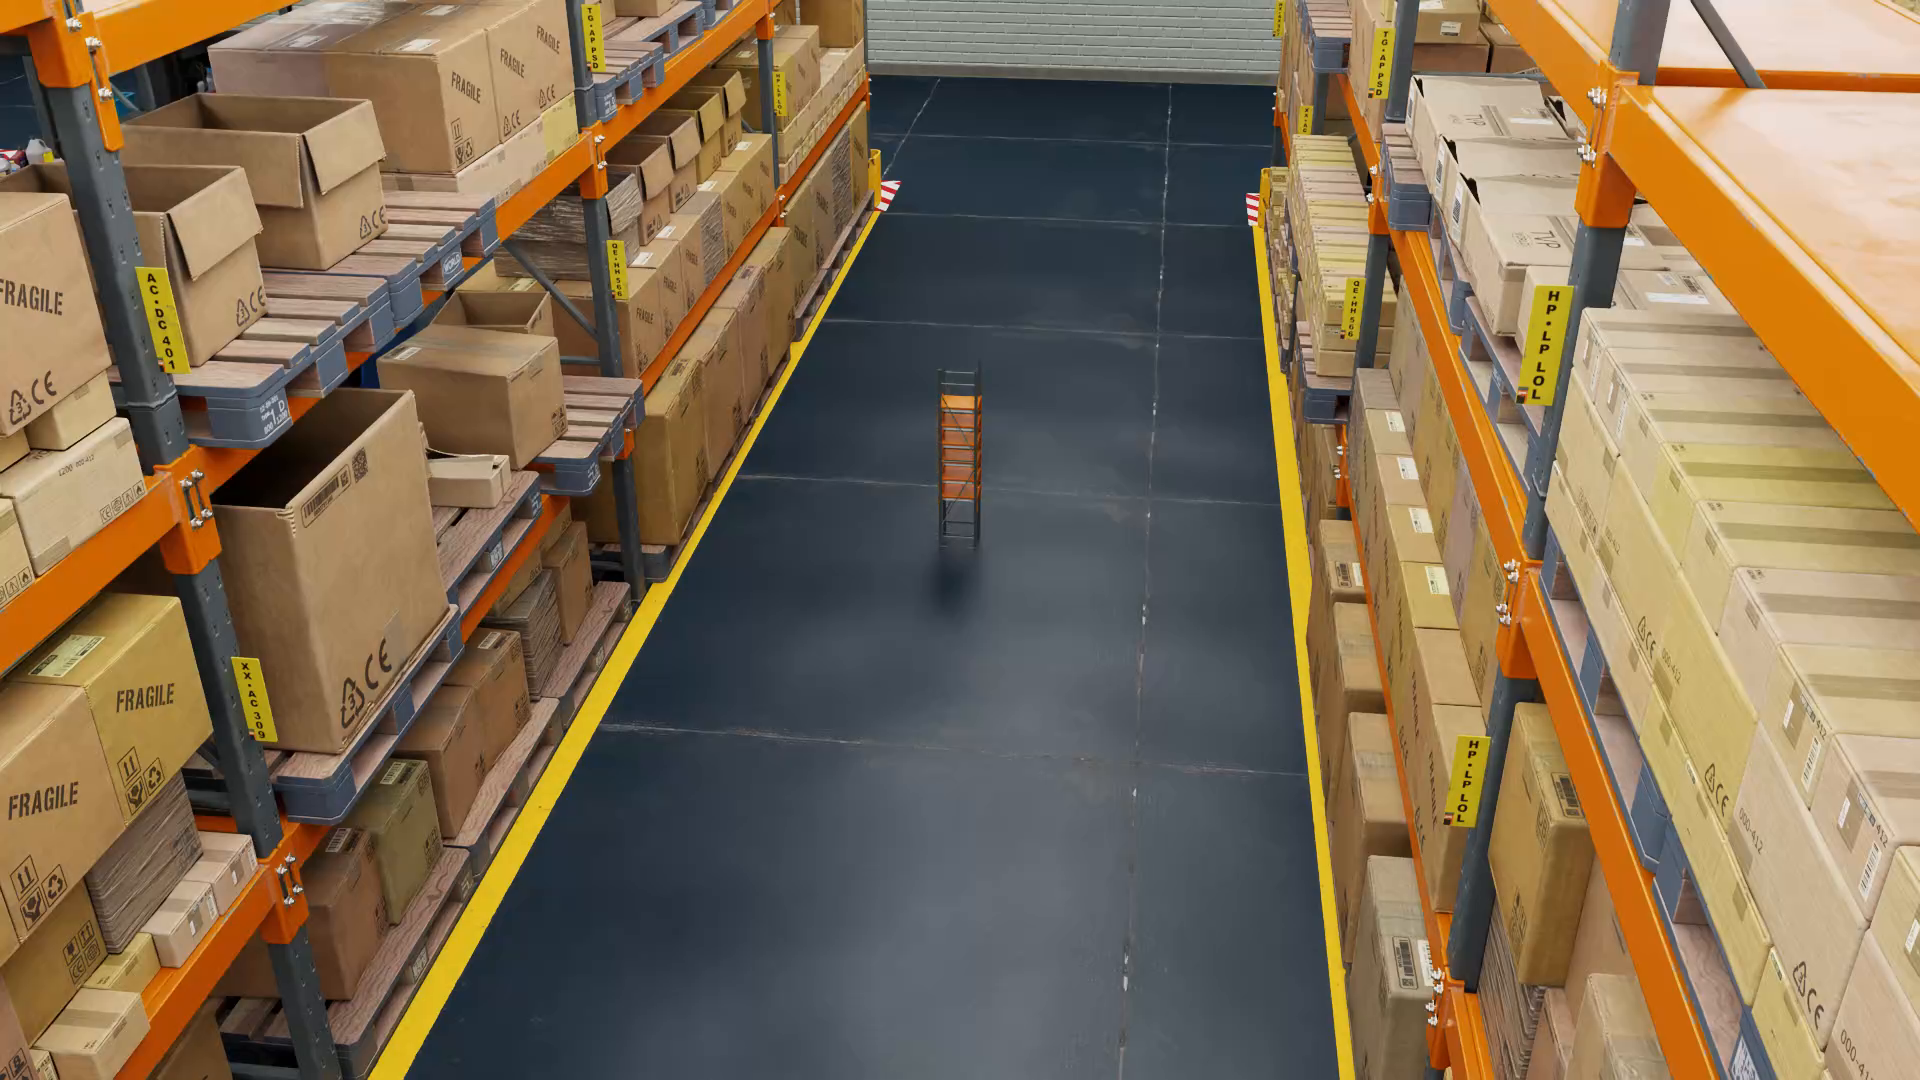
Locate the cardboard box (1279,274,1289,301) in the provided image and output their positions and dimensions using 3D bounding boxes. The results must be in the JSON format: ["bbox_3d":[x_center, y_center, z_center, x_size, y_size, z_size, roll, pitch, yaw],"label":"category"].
[{"bbox_3d":[2.780,-2.032,13.400,0.380,0.149,0.250,2,28,4],"label":"cardboard box"}]

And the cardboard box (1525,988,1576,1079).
[{"bbox_3d":[1.962,1.585,4.279,0.875,0.550,0.550,3,28,6],"label":"cardboard box"}]

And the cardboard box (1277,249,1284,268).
[{"bbox_3d":[2.952,-2.405,14.406,0.380,0.149,0.250,3,28,6],"label":"cardboard box"}]

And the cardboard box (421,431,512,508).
[{"bbox_3d":[-2.316,-0.327,7.685,0.396,0.266,0.258,3,28,5],"label":"cardboard box"}]

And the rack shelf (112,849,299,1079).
[{"bbox_3d":[-3.115,2.139,4.167,1.077,0.370,4.000,3,28,6],"label":"rack shelf"}]

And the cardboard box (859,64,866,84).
[{"bbox_3d":[-1.117,-4.470,15.942,0.380,0.149,0.250,4,29,7],"label":"cardboard box"}]

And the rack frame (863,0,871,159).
[{"bbox_3d":[-1.400,-4.768,16.229,1.000,3.000,0.127,3,28,6],"label":"rack frame"}]

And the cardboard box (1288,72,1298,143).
[{"bbox_3d":[2.926,-3.446,13.358,0.500,0.500,0.500,3,28,6],"label":"cardboard box"}]

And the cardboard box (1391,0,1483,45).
[{"bbox_3d":[2.322,-2.573,8.081,0.396,0.266,0.258,3,28,6],"label":"cardboard box"}]

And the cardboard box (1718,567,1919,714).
[{"bbox_3d":[1.504,0.178,2.763,0.380,0.149,0.250,3,28,6],"label":"cardboard box"}]

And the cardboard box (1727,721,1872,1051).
[{"bbox_3d":[1.519,0.530,2.530,0.500,0.250,0.500,4,29,7],"label":"cardboard box"}]

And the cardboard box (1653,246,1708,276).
[{"bbox_3d":[2.470,-0.867,5.542,0.380,0.149,0.250,3,28,6],"label":"cardboard box"}]

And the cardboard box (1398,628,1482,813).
[{"bbox_3d":[1.901,0.674,6.023,0.500,0.500,0.500,3,28,6],"label":"cardboard box"}]

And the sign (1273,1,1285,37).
[{"bbox_3d":[2.972,-4.844,15.459,0.100,0.325,0.005,3,28,6],"label":"sign"}]

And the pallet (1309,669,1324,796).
[{"bbox_3d":[2.359,0.928,8.596,1.003,0.211,1.213,3,28,6],"label":"pallet"}]

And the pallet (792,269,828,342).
[{"bbox_3d":[-1.719,-2.010,14.051,1.003,0.211,1.213,3,28,6],"label":"pallet"}]

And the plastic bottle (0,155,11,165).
[{"bbox_3d":[-7.298,-2.804,12.720,0.097,0.271,0.097,0,28,0],"label":"plastic bottle"}]

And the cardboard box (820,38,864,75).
[{"bbox_3d":[-1.196,-4.589,15.742,0.500,0.250,0.500,3,28,5],"label":"cardboard box"}]

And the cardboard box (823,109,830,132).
[{"bbox_3d":[-1.334,-3.628,14.378,0.380,0.149,0.250,3,28,5],"label":"cardboard box"}]

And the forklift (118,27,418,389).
[{"bbox_3d":[-4.538,-1.543,10.317,1.130,2.935,3.031,3,28,5],"label":"forklift"}]

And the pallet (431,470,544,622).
[{"bbox_3d":[-2.582,0.017,7.551,1.003,0.211,1.213,3,28,6],"label":"pallet"}]

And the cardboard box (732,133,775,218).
[{"bbox_3d":[-1.676,-2.693,12.272,0.500,0.500,0.500,3,29,6],"label":"cardboard box"}]

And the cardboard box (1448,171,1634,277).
[{"bbox_3d":[2.037,-1.131,5.862,0.500,0.311,0.500,2,28,4],"label":"cardboard box"}]

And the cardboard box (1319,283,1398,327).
[{"bbox_3d":[2.135,-1.260,8.912,0.380,0.149,0.250,2,28,4],"label":"cardboard box"}]

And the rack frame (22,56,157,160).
[{"bbox_3d":[-6.805,-3.173,13.268,1.000,3.000,0.127,3,28,6],"label":"rack frame"}]

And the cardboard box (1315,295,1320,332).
[{"bbox_3d":[2.170,-1.256,9.219,0.380,0.149,0.250,4,29,8],"label":"cardboard box"}]

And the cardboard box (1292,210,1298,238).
[{"bbox_3d":[2.421,-2.098,11.096,0.380,0.149,0.250,4,29,7],"label":"cardboard box"}]

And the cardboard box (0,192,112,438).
[{"bbox_3d":[-2.672,-0.608,4.399,0.500,0.500,0.500,3,28,5],"label":"cardboard box"}]

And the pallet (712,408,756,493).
[{"bbox_3d":[-2.057,-0.714,11.644,1.003,0.211,1.213,3,28,6],"label":"pallet"}]

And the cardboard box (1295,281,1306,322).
[{"bbox_3d":[2.668,-1.631,11.809,0.500,0.250,0.500,2,28,4],"label":"cardboard box"}]

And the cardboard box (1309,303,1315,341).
[{"bbox_3d":[2.198,-1.237,9.498,0.380,0.149,0.250,4,29,7],"label":"cardboard box"}]

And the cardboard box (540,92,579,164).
[{"bbox_3d":[-2.195,-2.018,8.121,0.500,0.250,0.500,3,29,6],"label":"cardboard box"}]

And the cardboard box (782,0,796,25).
[{"bbox_3d":[-1.788,-4.717,15.189,0.500,0.500,0.500,3,28,5],"label":"cardboard box"}]

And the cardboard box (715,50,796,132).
[{"bbox_3d":[-1.577,-3.490,12.912,0.500,0.500,0.500,3,28,6],"label":"cardboard box"}]

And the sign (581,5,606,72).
[{"bbox_3d":[-1.842,-2.518,8.345,0.100,0.325,0.005,3,28,6],"label":"sign"}]

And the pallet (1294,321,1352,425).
[{"bbox_3d":[2.512,-0.923,9.295,1.213,0.211,1.003,3,28,6],"label":"pallet"}]

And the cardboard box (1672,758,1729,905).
[{"bbox_3d":[1.504,0.529,2.951,0.380,0.149,0.250,3,28,6],"label":"cardboard box"}]

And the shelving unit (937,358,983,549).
[{"bbox_3d":[-0.002,-0.521,10.245,0.258,1.200,0.189,3,28,6],"label":"shelving unit"}]

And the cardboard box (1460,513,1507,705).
[{"bbox_3d":[2.156,0.256,5.744,0.700,0.500,0.500,3,28,5],"label":"cardboard box"}]

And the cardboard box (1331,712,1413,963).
[{"bbox_3d":[2.149,1.271,6.949,1.050,0.750,0.750,3,28,6],"label":"cardboard box"}]

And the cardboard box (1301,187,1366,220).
[{"bbox_3d":[2.358,-2.118,10.505,0.380,0.149,0.250,4,29,8],"label":"cardboard box"}]

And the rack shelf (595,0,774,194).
[{"bbox_3d":[-2.135,-2.947,10.446,1.077,0.370,4.000,3,28,6],"label":"rack shelf"}]

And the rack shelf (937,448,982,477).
[{"bbox_3d":[-0.002,-0.482,10.266,0.258,0.103,0.180,3,28,6],"label":"rack shelf"}]

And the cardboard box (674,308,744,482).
[{"bbox_3d":[-2.158,-0.994,11.022,1.225,0.875,0.875,3,29,6],"label":"cardboard box"}]

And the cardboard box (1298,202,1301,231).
[{"bbox_3d":[2.393,-2.102,10.790,0.380,0.149,0.250,4,29,8],"label":"cardboard box"}]

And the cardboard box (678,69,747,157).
[{"bbox_3d":[-1.960,-3.069,11.913,0.797,0.503,0.637,3,28,5],"label":"cardboard box"}]

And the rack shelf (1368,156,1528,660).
[{"bbox_3d":[2.285,-0.728,6.327,1.077,0.370,4.000,3,28,6],"label":"rack shelf"}]

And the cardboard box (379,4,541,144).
[{"bbox_3d":[-2.242,-2.105,7.492,0.500,0.500,0.500,3,28,6],"label":"cardboard box"}]

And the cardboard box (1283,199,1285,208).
[{"bbox_3d":[3.045,-2.897,14.693,0.380,0.149,0.250,4,29,8],"label":"cardboard box"}]

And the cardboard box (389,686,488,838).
[{"bbox_3d":[-2.628,1.013,7.670,0.700,0.500,0.500,1,28,2],"label":"cardboard box"}]

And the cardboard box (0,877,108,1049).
[{"bbox_3d":[-3.083,1.148,4.830,0.875,0.500,0.500,3,28,6],"label":"cardboard box"}]

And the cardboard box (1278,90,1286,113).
[{"bbox_3d":[3.069,-3.942,14.961,0.380,0.149,0.250,3,28,5],"label":"cardboard box"}]

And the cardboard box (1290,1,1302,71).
[{"bbox_3d":[2.992,-4.130,13.571,0.500,0.500,0.500,2,28,5],"label":"cardboard box"}]
